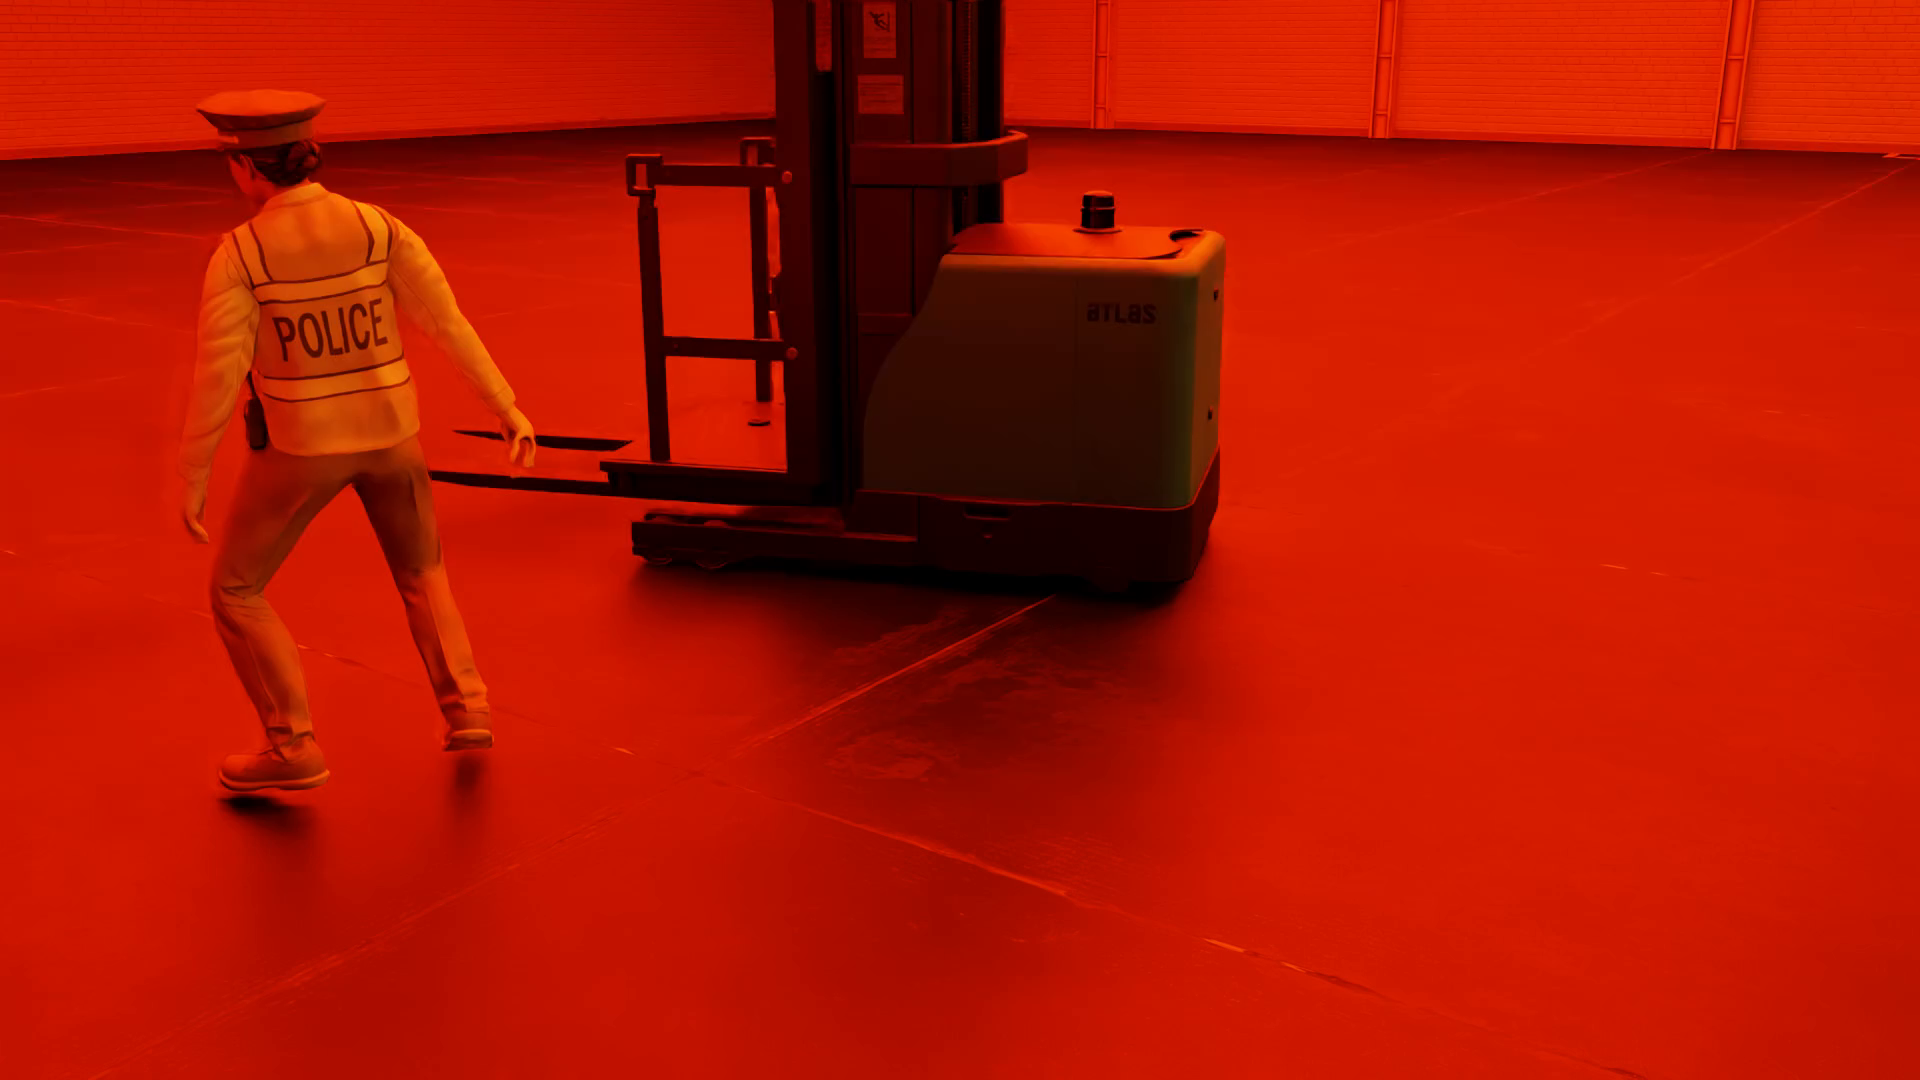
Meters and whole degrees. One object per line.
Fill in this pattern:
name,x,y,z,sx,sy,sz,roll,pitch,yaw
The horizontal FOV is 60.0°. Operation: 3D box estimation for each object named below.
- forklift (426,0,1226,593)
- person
forklift,-0.628,-1.446,5.667,3.031,2.935,1.130,4,17,14
person,-1.376,-0.224,3.836,0.796,1.580,0.449,-11,20,-33
